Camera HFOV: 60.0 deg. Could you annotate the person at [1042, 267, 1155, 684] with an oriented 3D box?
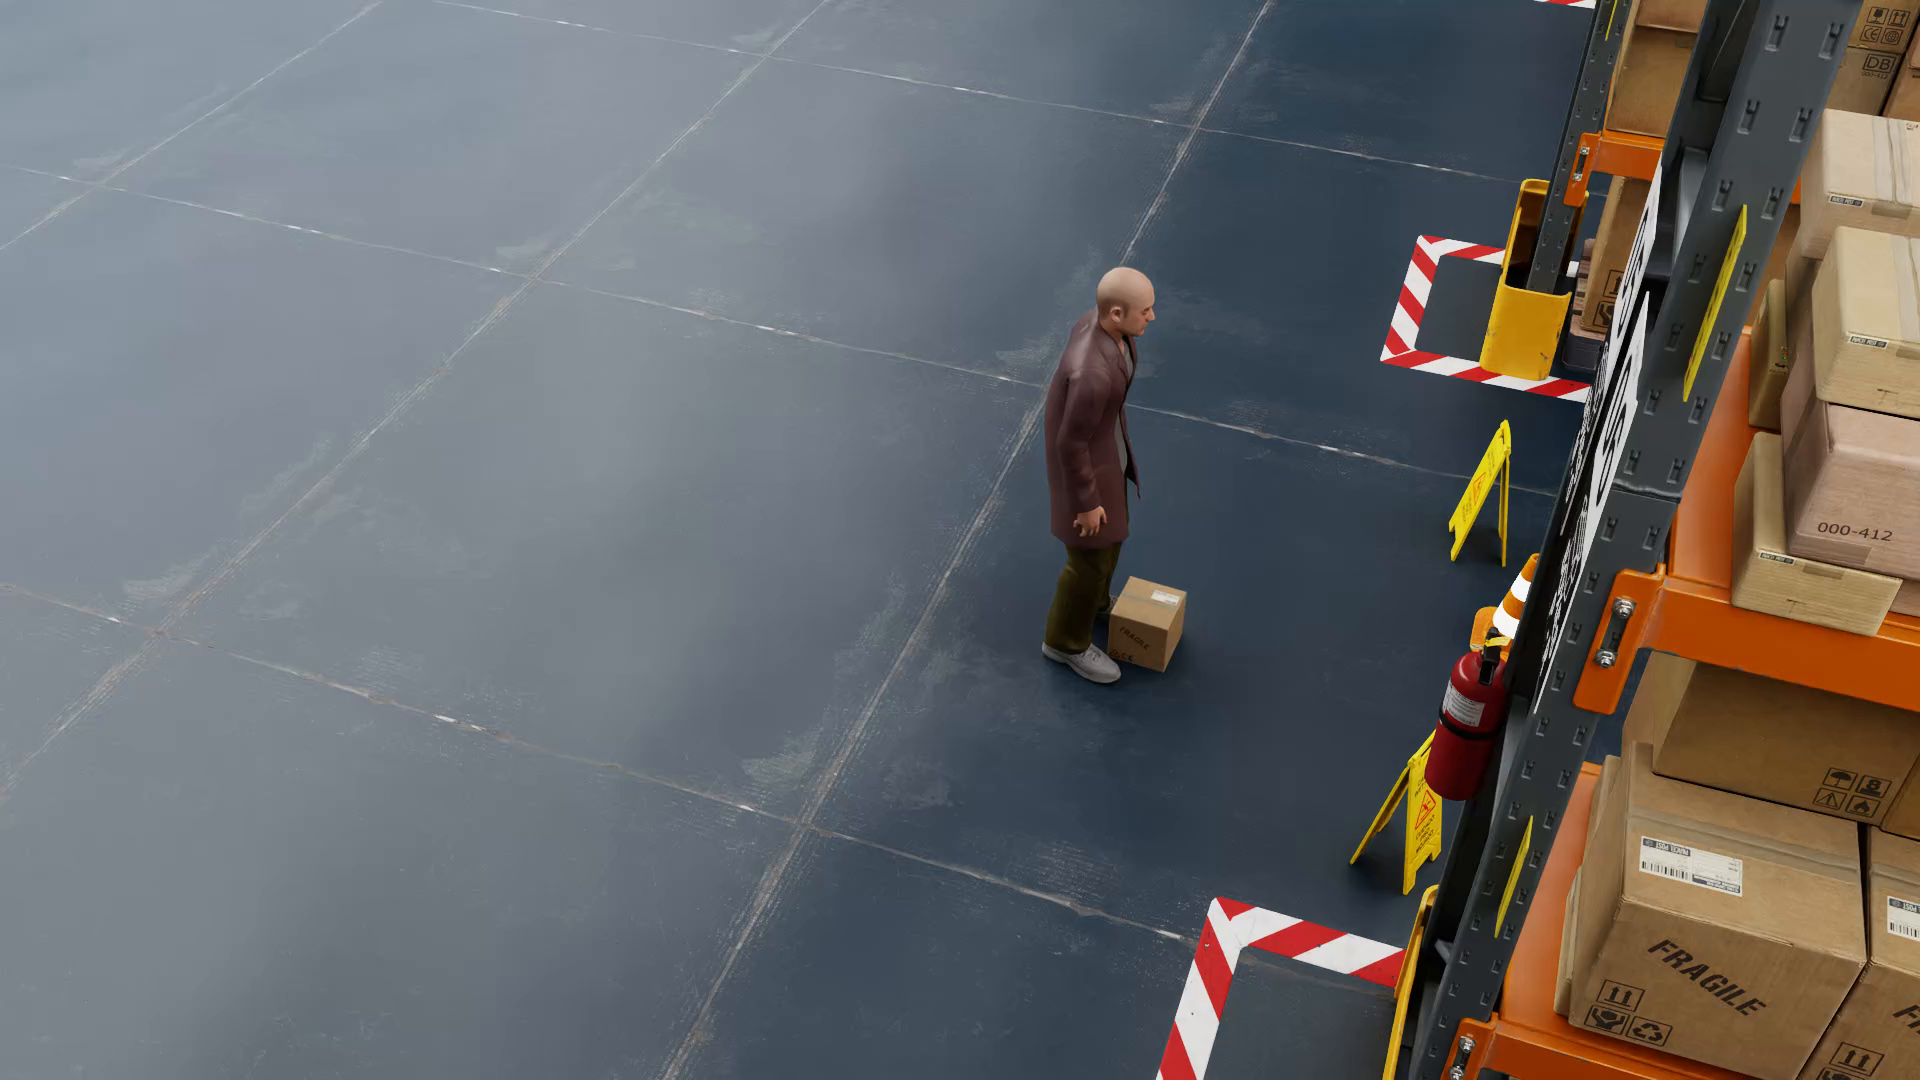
[{"bbox_3d":[0.540,-0.283,6.497,0.429,1.772,0.644,11,42,13],"label":"person"}]
